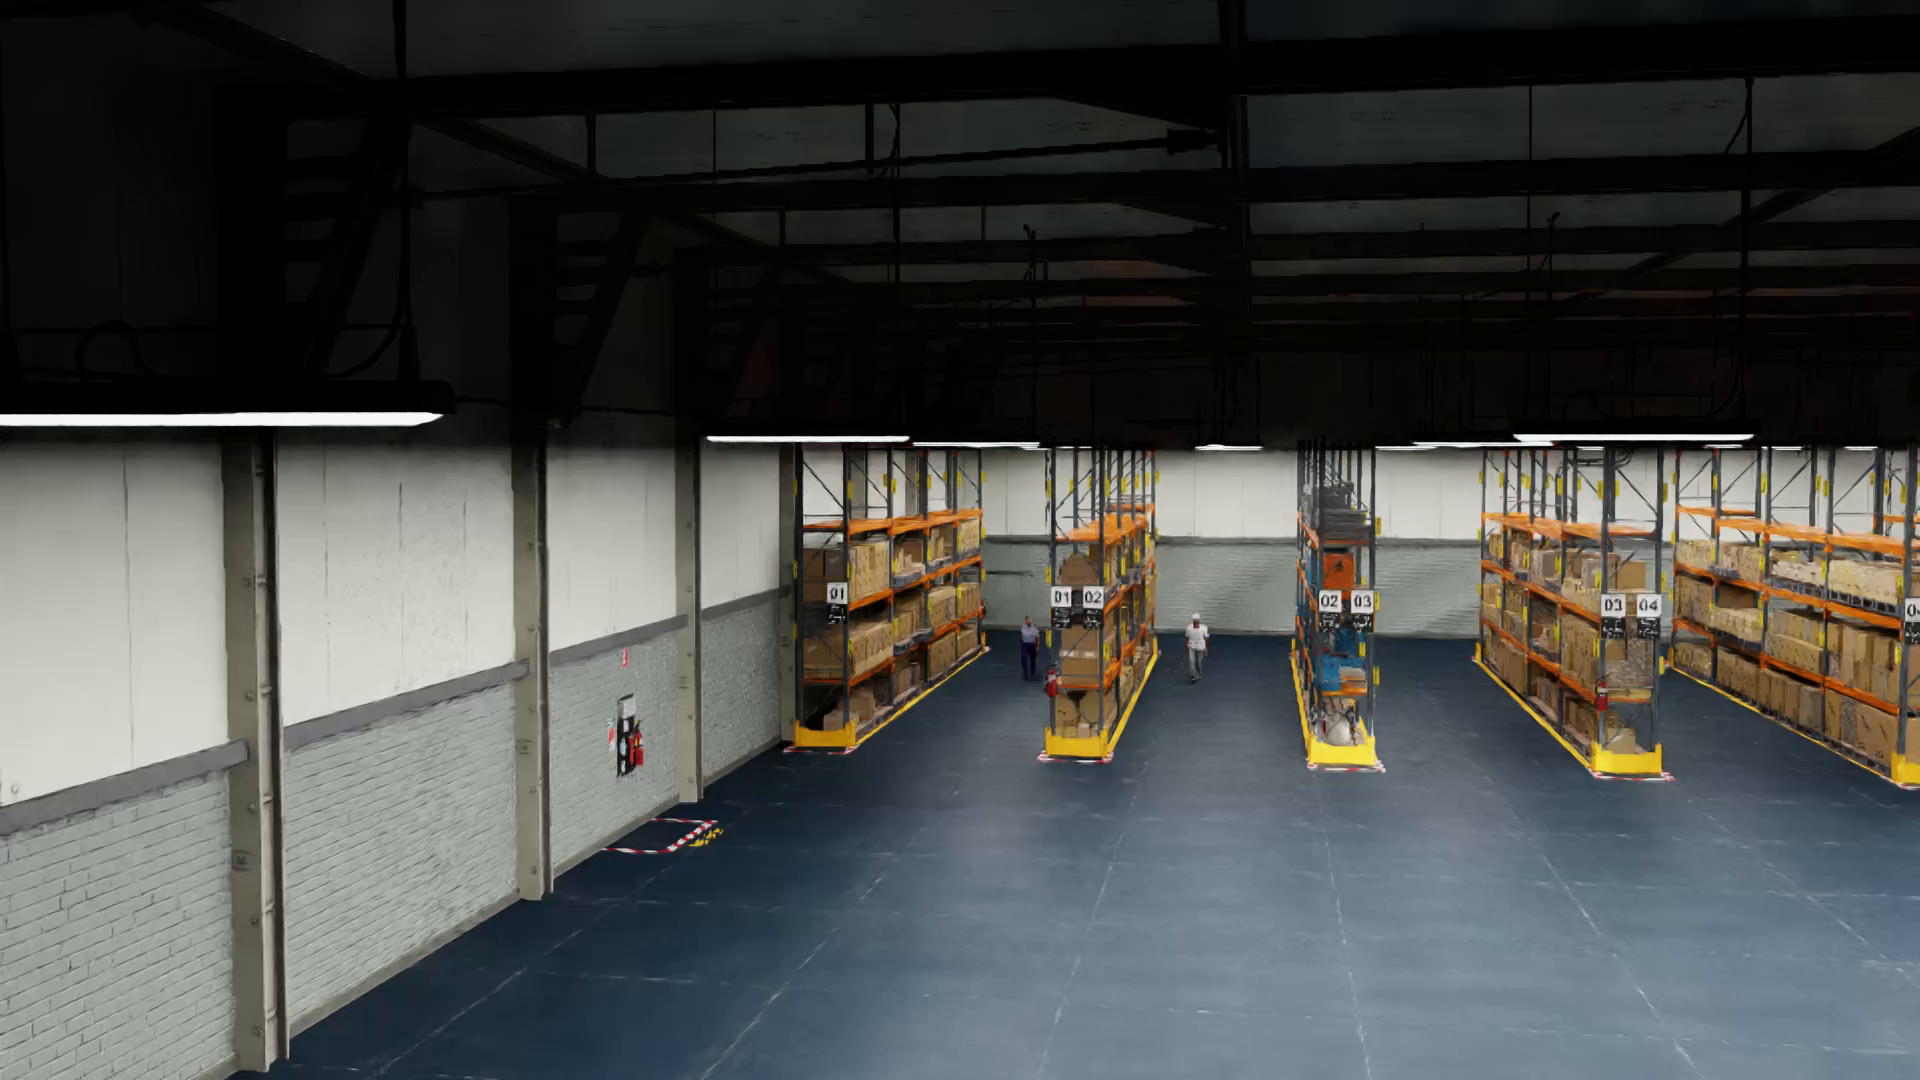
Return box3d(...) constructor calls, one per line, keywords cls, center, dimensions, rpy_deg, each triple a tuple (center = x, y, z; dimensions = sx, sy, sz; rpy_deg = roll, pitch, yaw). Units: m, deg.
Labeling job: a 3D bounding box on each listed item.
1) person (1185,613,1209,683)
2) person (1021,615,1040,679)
box3d(cls="person", center=(5.910, 2.674, 41.464), dimensions=(0.591, 1.716, 1.042), rpy_deg=(0, 3, 9))
box3d(cls="person", center=(1.777, 2.695, 42.111), dimensions=(0.491, 1.590, 1.001), rpy_deg=(0, 3, 9))
